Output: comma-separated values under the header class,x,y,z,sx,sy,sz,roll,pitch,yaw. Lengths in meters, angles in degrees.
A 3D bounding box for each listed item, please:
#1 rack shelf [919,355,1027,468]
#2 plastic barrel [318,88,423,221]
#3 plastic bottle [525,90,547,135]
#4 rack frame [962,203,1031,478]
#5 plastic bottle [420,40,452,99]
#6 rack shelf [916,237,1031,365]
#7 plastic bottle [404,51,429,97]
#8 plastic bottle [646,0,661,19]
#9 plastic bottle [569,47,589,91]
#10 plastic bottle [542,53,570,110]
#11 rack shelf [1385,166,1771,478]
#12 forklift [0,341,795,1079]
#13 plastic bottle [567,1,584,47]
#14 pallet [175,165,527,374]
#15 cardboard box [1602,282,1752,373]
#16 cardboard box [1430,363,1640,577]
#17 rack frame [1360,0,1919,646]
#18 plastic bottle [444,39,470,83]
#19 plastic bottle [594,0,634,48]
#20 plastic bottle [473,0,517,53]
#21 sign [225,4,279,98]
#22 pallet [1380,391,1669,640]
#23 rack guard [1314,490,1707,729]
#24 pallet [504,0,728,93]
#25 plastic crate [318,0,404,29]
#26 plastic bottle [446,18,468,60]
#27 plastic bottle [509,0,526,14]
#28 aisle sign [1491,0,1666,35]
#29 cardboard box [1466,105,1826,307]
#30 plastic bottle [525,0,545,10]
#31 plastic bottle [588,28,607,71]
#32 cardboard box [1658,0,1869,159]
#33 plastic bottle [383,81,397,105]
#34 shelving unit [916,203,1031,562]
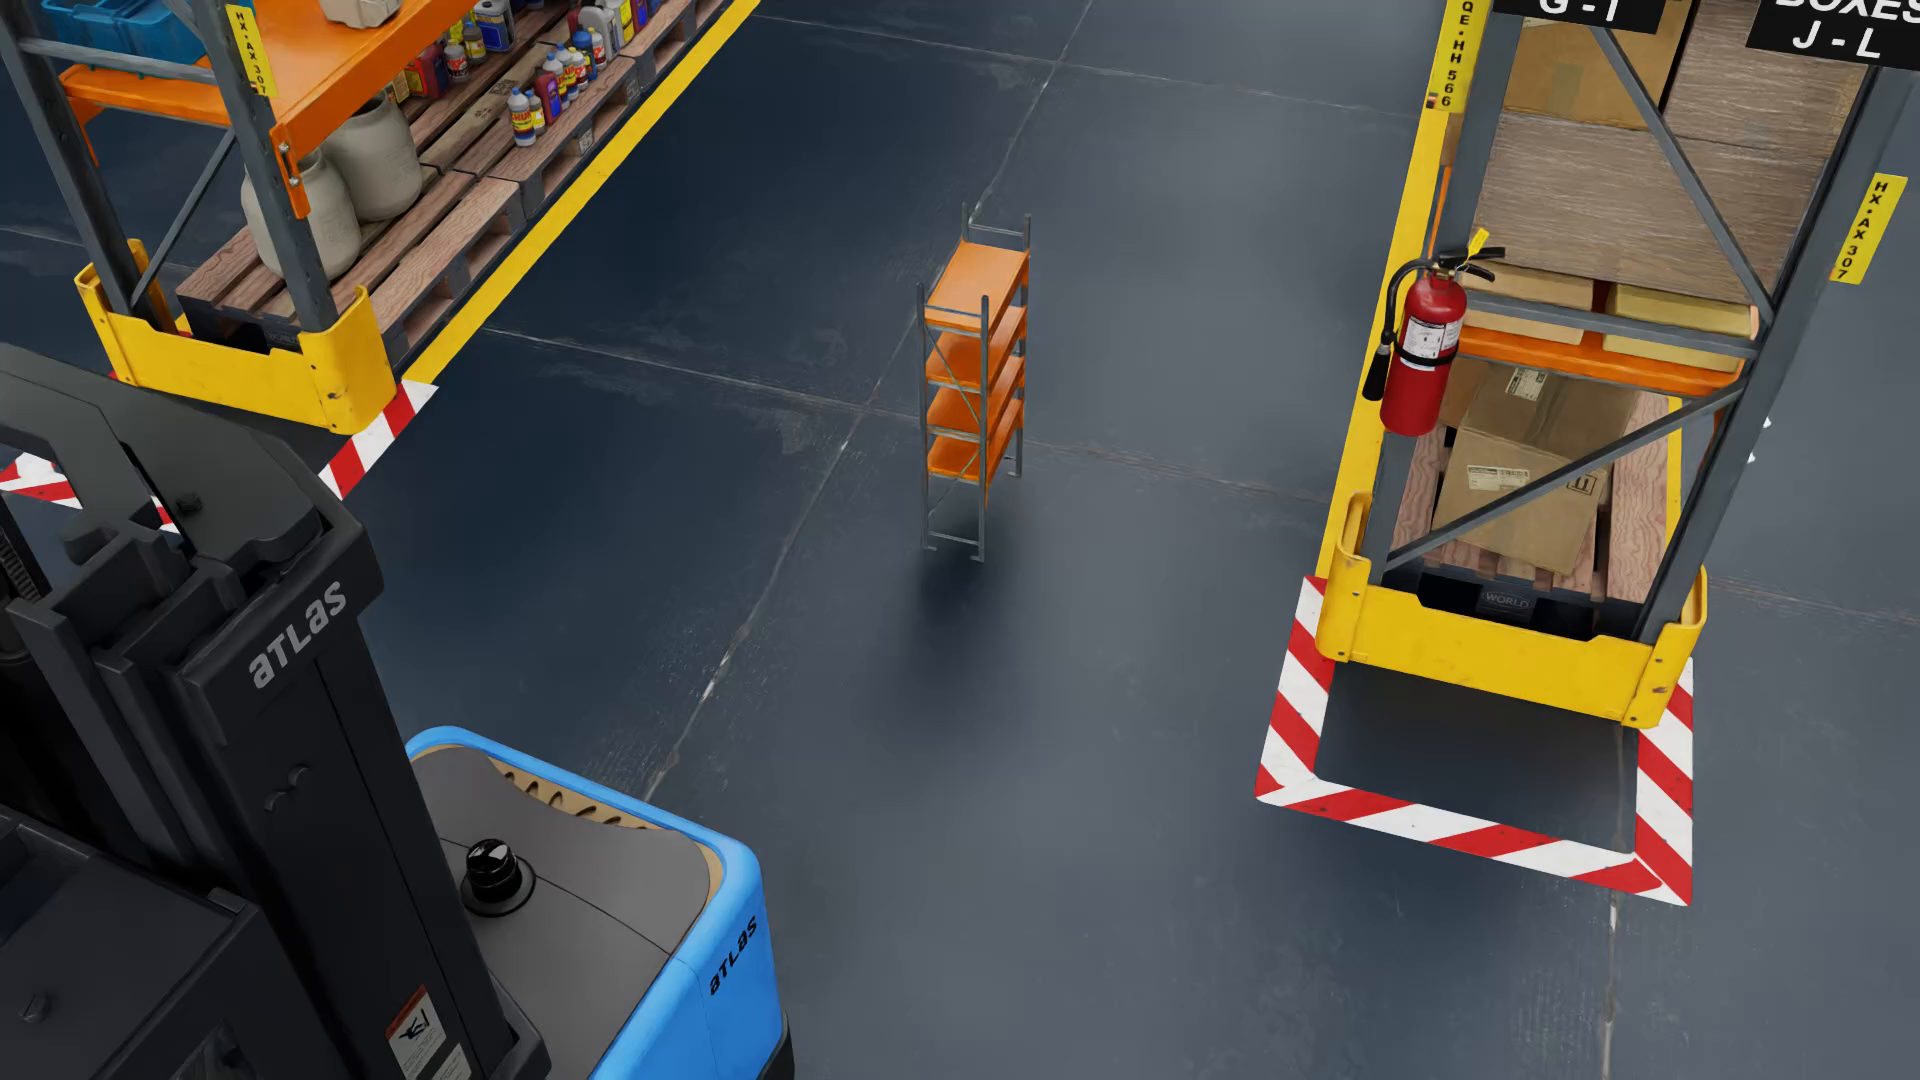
class,x,y,z,sx,sy,sz,roll,pitch,yaw
rack shelf,0.050,-0.491,5.990,0.258,0.148,0.480,13,46,12
plastic barrel,-2.620,-1.709,7.331,0.421,0.512,0.421,0,44,0
plastic bottle,-2.021,-2.028,7.864,0.097,0.201,0.097,0,44,0
rack frame,0.124,-0.702,6.109,0.240,1.200,0.015,13,46,12
plastic bottle,-2.556,-2.303,8.086,0.061,0.283,0.133,13,46,13
rack shelf,0.050,-0.820,5.668,0.258,0.148,0.480,13,46,12
plastic bottle,-2.657,-2.323,8.112,0.152,0.276,0.135,13,46,13
plastic bottle,-1.665,-2.918,8.667,0.144,0.351,0.185,10,45,10
plastic bottle,-1.888,-2.320,8.163,0.097,0.201,0.097,0,44,0
plastic bottle,-1.948,-2.213,8.003,0.097,0.271,0.097,0,44,0
rack shelf,2.428,-1.687,6.343,1.077,0.370,4.000,13,46,13
forklift,-1.544,1.250,2.877,1.130,2.935,3.031,18,47,18
plastic bottle,-1.918,-2.593,8.383,0.061,0.283,0.133,13,46,13
pallet,-2.669,-1.264,7.391,1.003,0.211,1.213,13,46,13
cardboard box,2.136,-0.660,4.960,0.380,0.149,0.250,13,46,13
cardboard box,2.027,-0.280,5.878,0.500,0.500,0.500,21,48,20
rack frame,1.822,-0.611,4.729,1.000,3.000,0.127,13,46,13
plastic bottle,-2.491,-2.374,8.218,0.097,0.201,0.097,0,44,0
plastic bottle,-1.763,-2.703,8.447,0.144,0.351,0.185,12,46,12
plastic bottle,-2.364,-2.636,8.432,0.152,0.276,0.135,13,46,13
sign,-2.375,-1.639,5.582,0.100,0.325,0.005,13,46,13
pallet,2.125,-0.199,6.302,1.003,0.211,1.213,13,46,13
rack guard,1.845,0.232,5.655,1.175,0.500,0.348,13,46,13
pallet,-1.930,-2.890,9.053,1.003,0.211,1.213,13,46,13
plastic crate,-2.321,-2.094,6.433,0.298,0.136,0.250,13,46,13
plastic bottle,-2.569,-2.553,8.294,0.144,0.351,0.185,14,46,14
plastic bottle,-2.384,-2.960,8.710,0.144,0.351,0.185,11,45,11
aisle sign,1.517,-1.562,3.843,0.394,0.787,0.004,13,46,13
cardboard box,2.015,-1.113,4.959,0.875,0.500,0.500,13,46,13
plastic bottle,-2.256,-2.936,8.741,0.097,0.271,0.097,0,44,0
plastic bottle,-1.826,-2.457,8.303,0.097,0.201,0.097,0,44,0
cardboard box,2.248,-1.419,4.556,0.500,0.500,0.500,13,46,13
plastic bottle,-2.760,-2.134,7.972,0.097,0.201,0.097,0,44,0
shelving unit,0.050,-0.539,5.943,0.258,1.200,0.503,13,46,12
